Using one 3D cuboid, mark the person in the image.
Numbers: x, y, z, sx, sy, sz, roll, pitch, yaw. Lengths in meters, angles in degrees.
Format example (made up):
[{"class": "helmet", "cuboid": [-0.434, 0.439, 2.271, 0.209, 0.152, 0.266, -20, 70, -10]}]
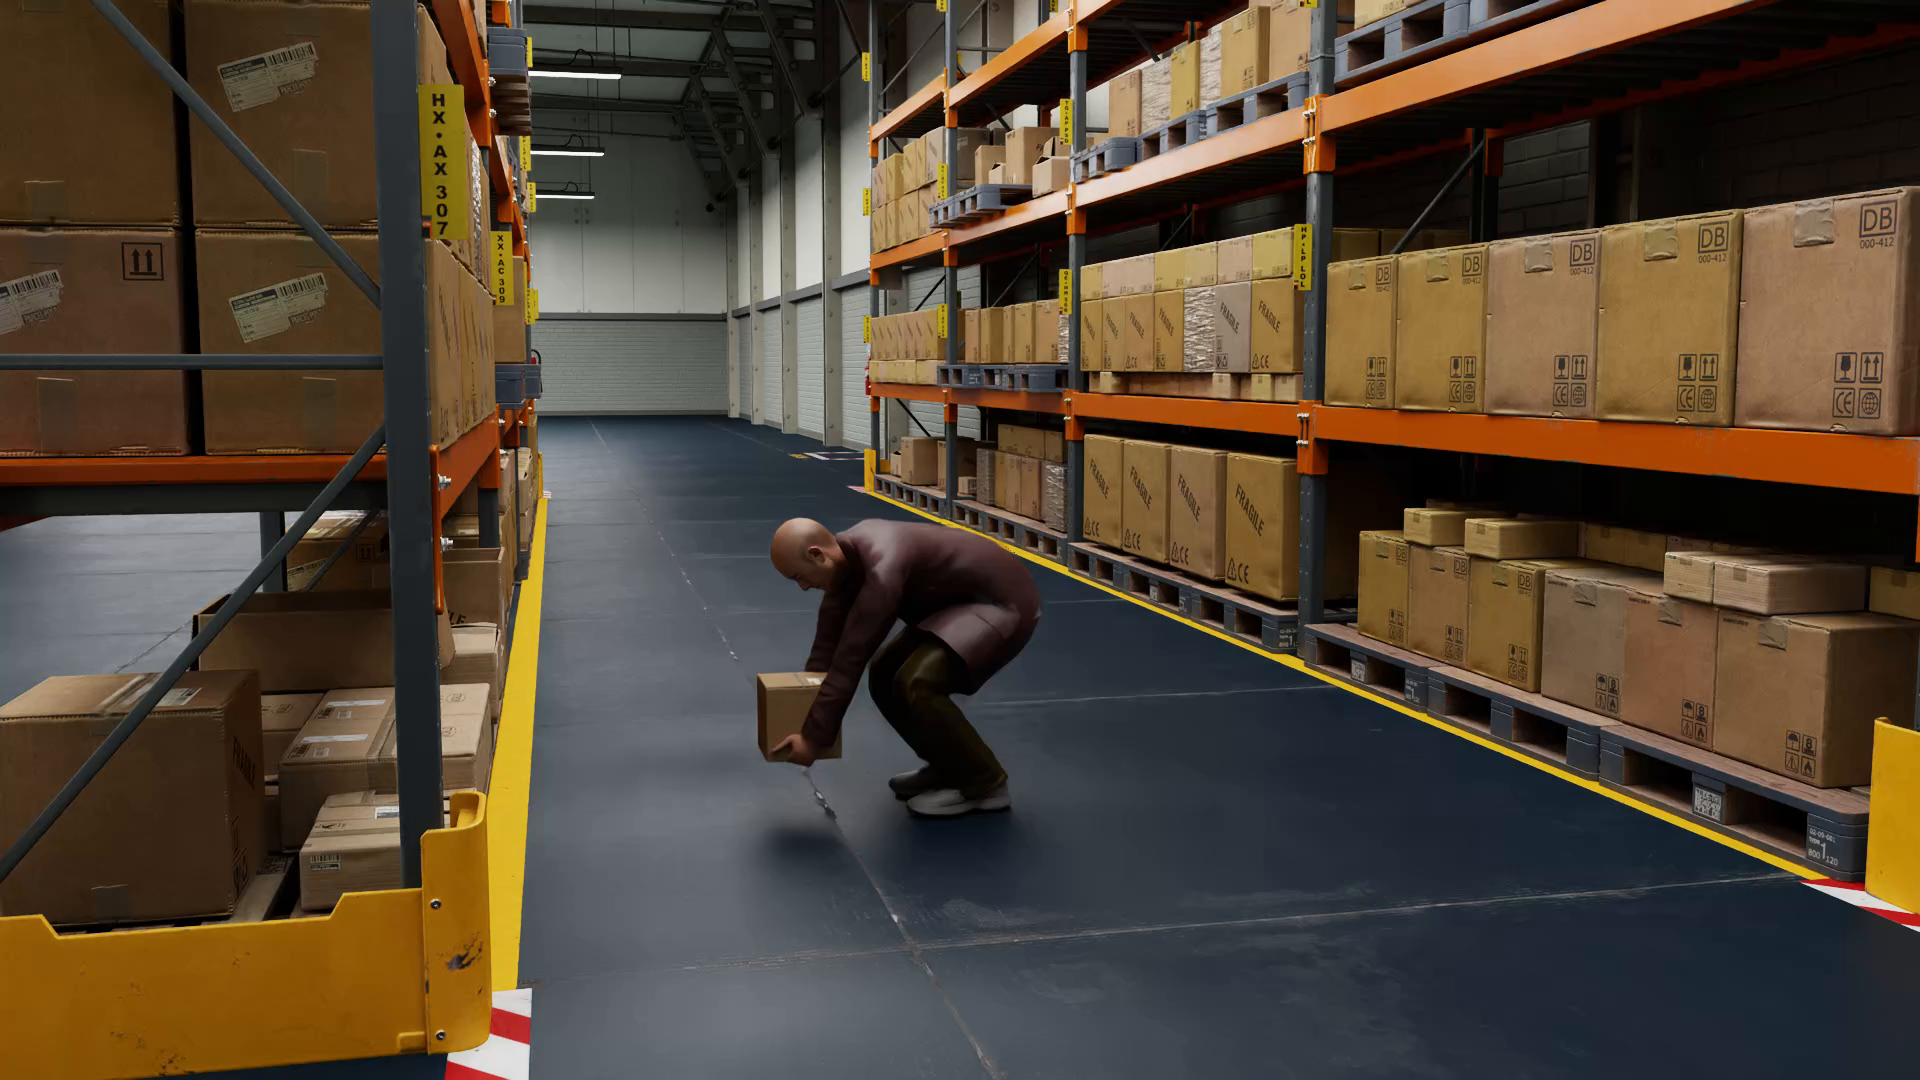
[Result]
[{"class": "person", "cuboid": [-0.188, 0.413, 5.648, 0.952, 1.004, 0.594, -2, 6, -16]}]
